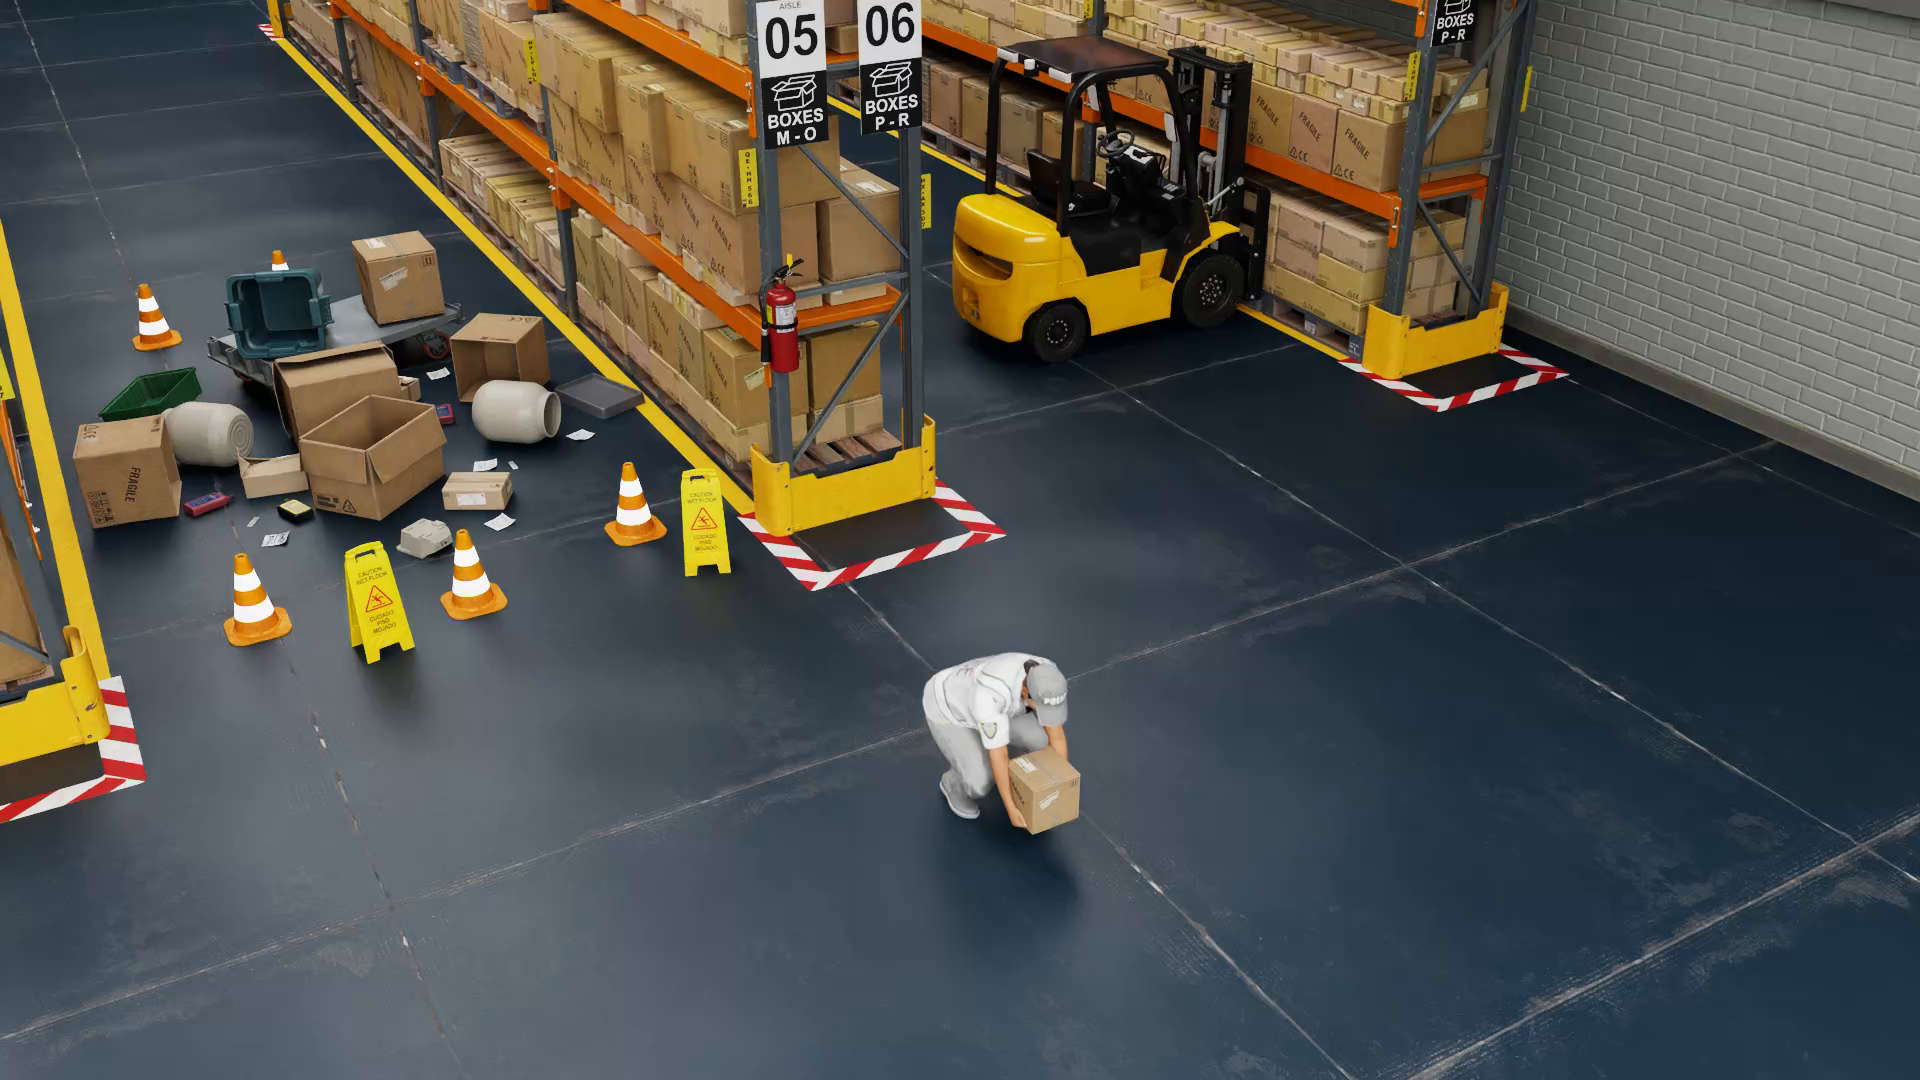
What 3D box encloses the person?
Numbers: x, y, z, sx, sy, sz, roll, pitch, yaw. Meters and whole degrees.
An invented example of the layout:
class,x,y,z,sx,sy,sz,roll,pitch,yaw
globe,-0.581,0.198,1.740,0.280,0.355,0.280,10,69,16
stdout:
class,x,y,z,sx,sy,sz,roll,pitch,yaw
person,0.191,0.869,7.744,0.509,0.953,0.868,-17,33,-27
